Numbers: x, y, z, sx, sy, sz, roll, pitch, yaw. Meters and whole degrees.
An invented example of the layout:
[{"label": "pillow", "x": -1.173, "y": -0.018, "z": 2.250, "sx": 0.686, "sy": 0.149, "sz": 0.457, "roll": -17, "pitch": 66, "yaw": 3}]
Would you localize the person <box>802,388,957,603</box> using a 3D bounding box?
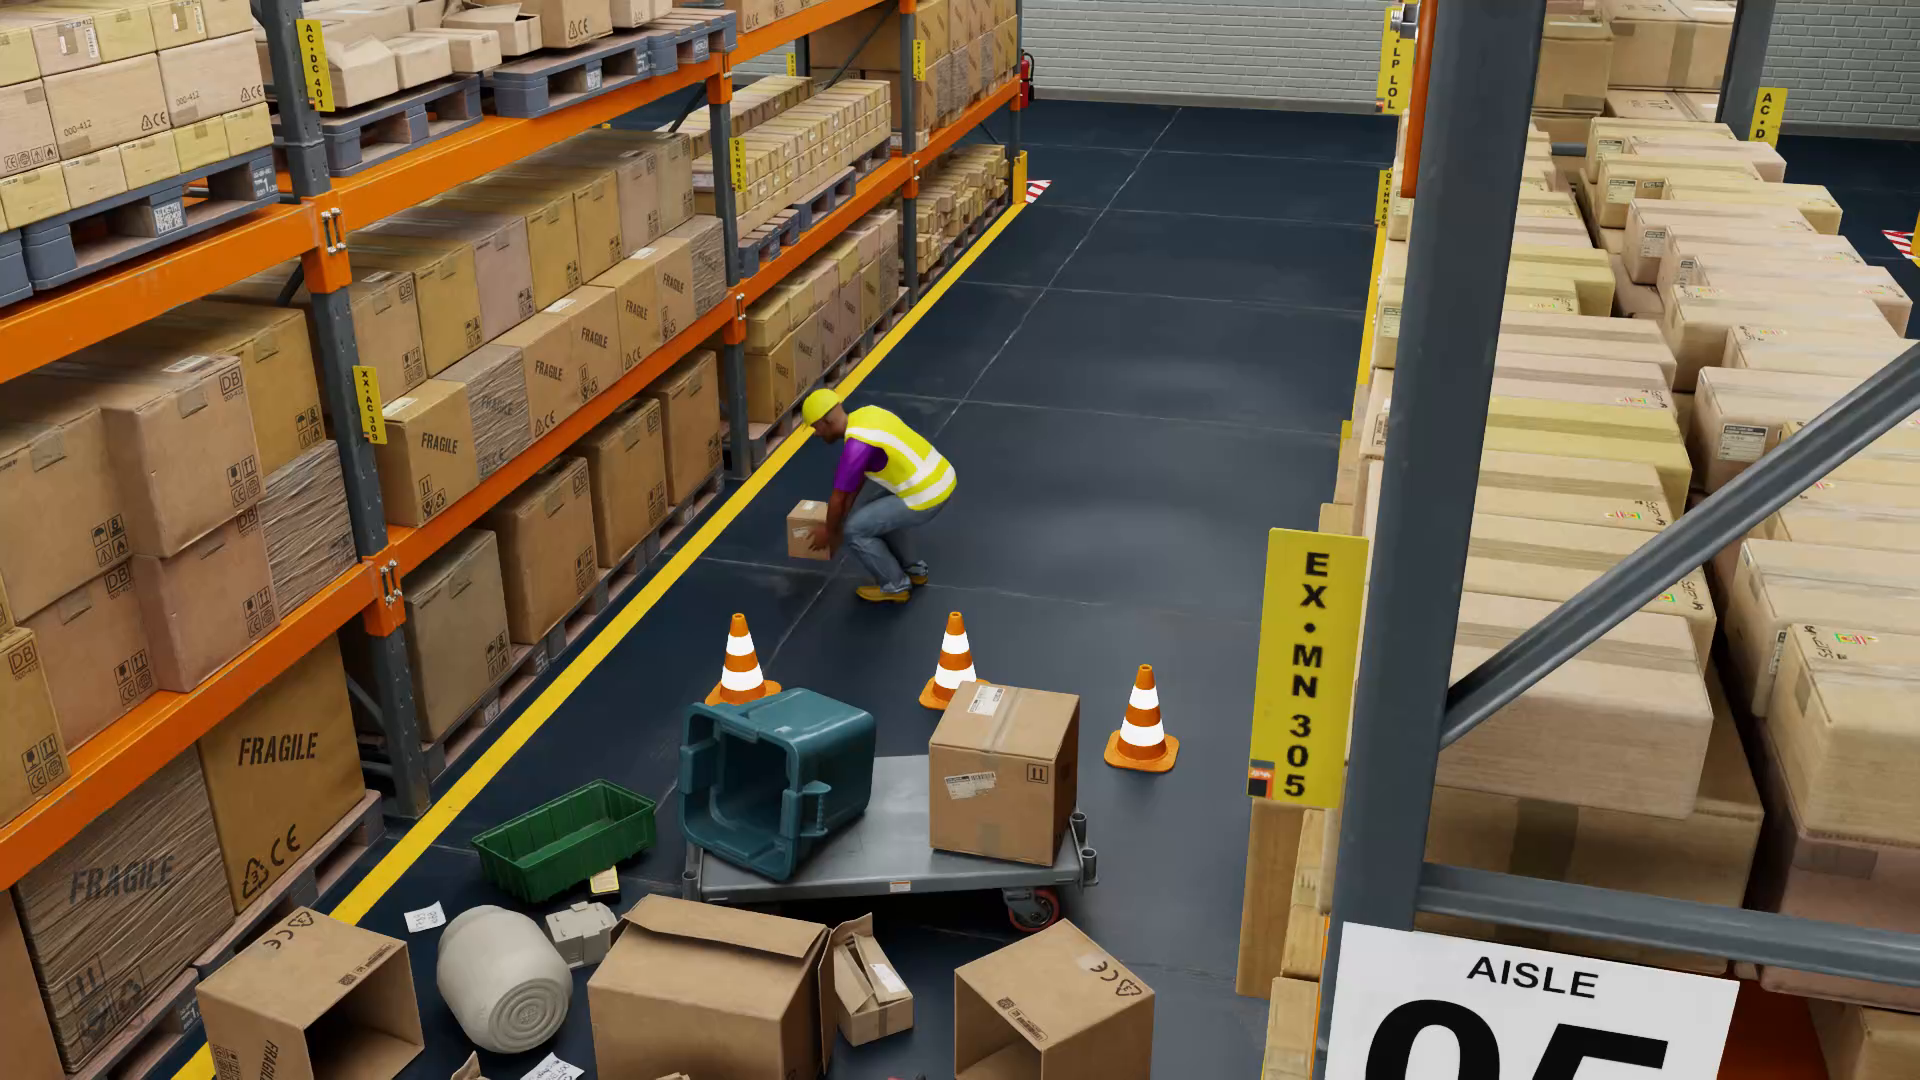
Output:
[{"label": "person", "x": -0.455, "y": -0.248, "z": 9.273, "sx": 0.839, "sy": 1.204, "sz": 0.620, "roll": 6, "pitch": 26, "yaw": 13}]
